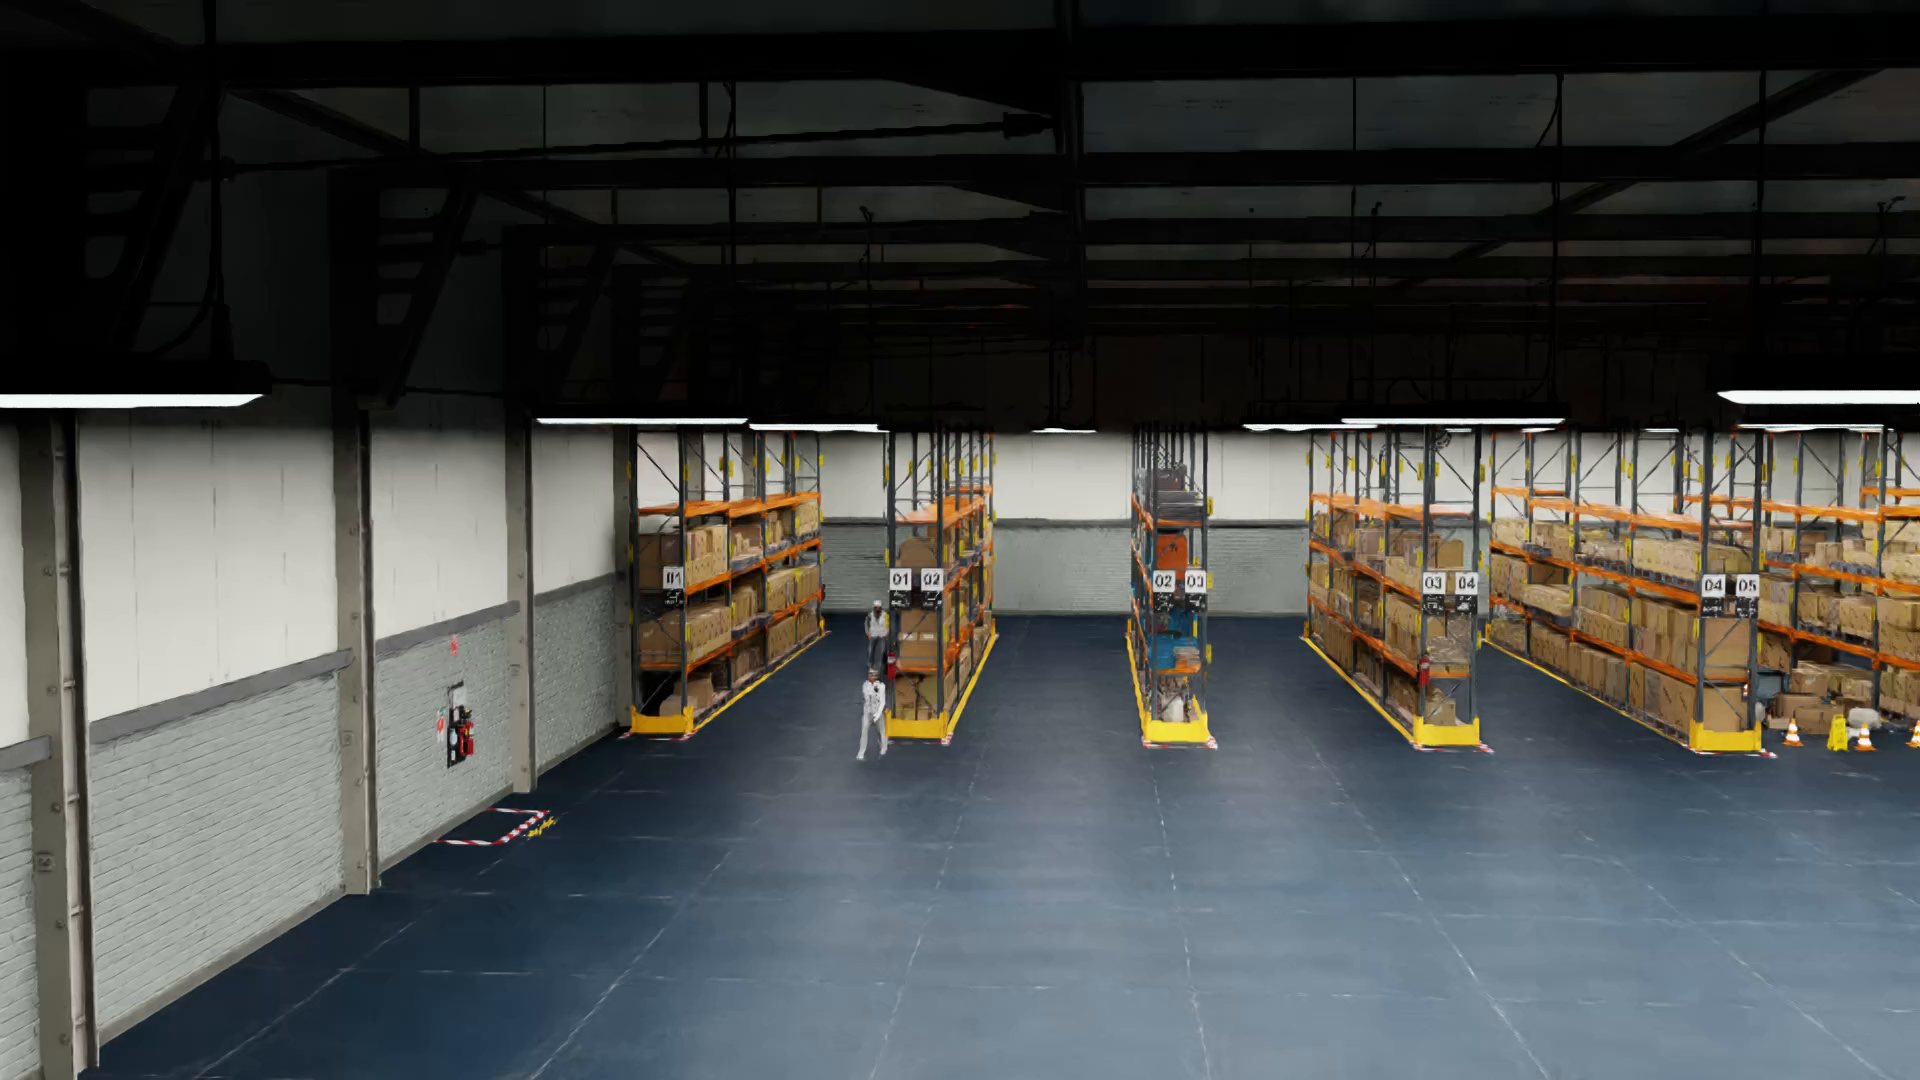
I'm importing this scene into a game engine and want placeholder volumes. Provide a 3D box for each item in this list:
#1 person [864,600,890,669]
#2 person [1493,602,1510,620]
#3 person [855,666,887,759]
[{"bbox_3d":[-2.001,2.303,40.543,0.677,1.726,0.574,0,4,2],"label":"person"},{"bbox_3d":[15.623,1.795,47.889,0.449,1.774,0.681,-2,4,-28],"label":"person"},{"bbox_3d":[-1.531,3.035,29.430,0.484,1.607,0.986,1,4,14],"label":"person"}]
